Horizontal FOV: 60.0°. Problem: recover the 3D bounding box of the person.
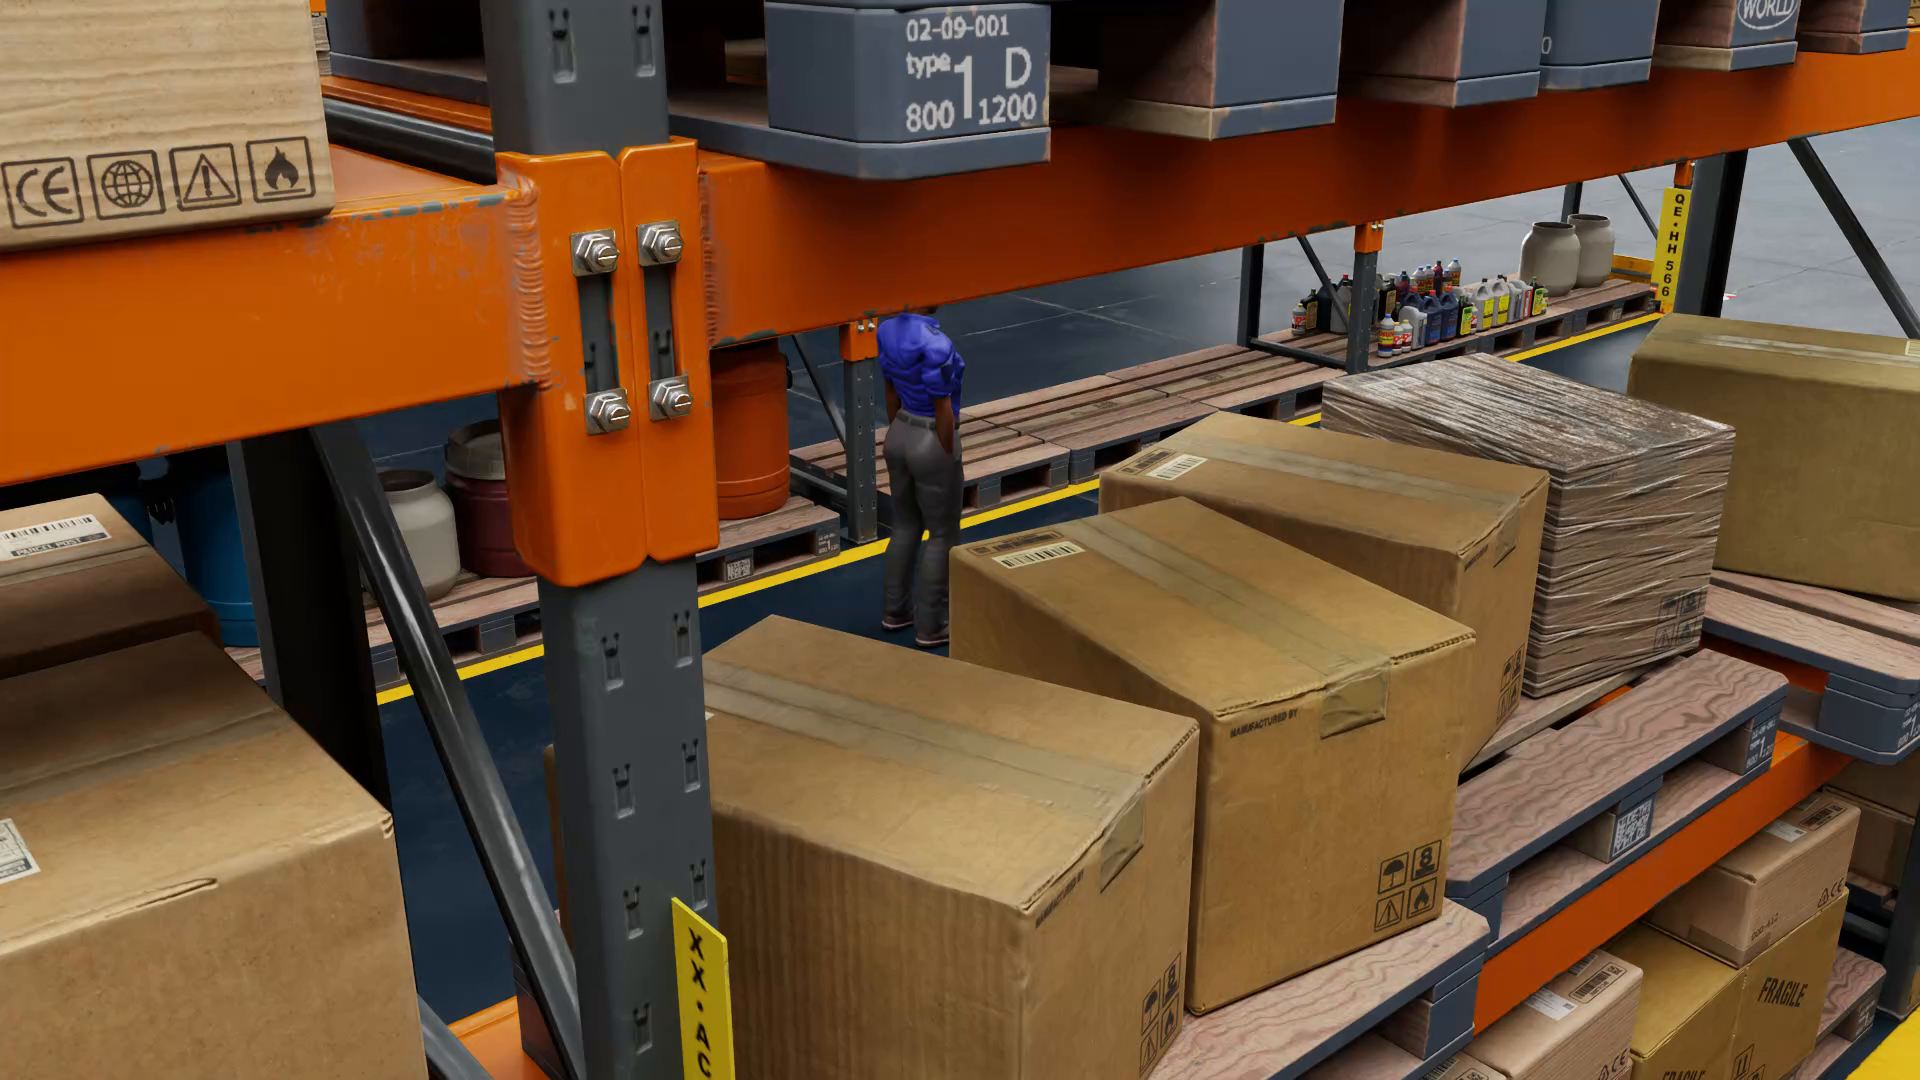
[{"bbox_3d":[-0.162,-0.375,7.069,0.300,1.658,0.437,-16,27,-36],"label":"person"}]
